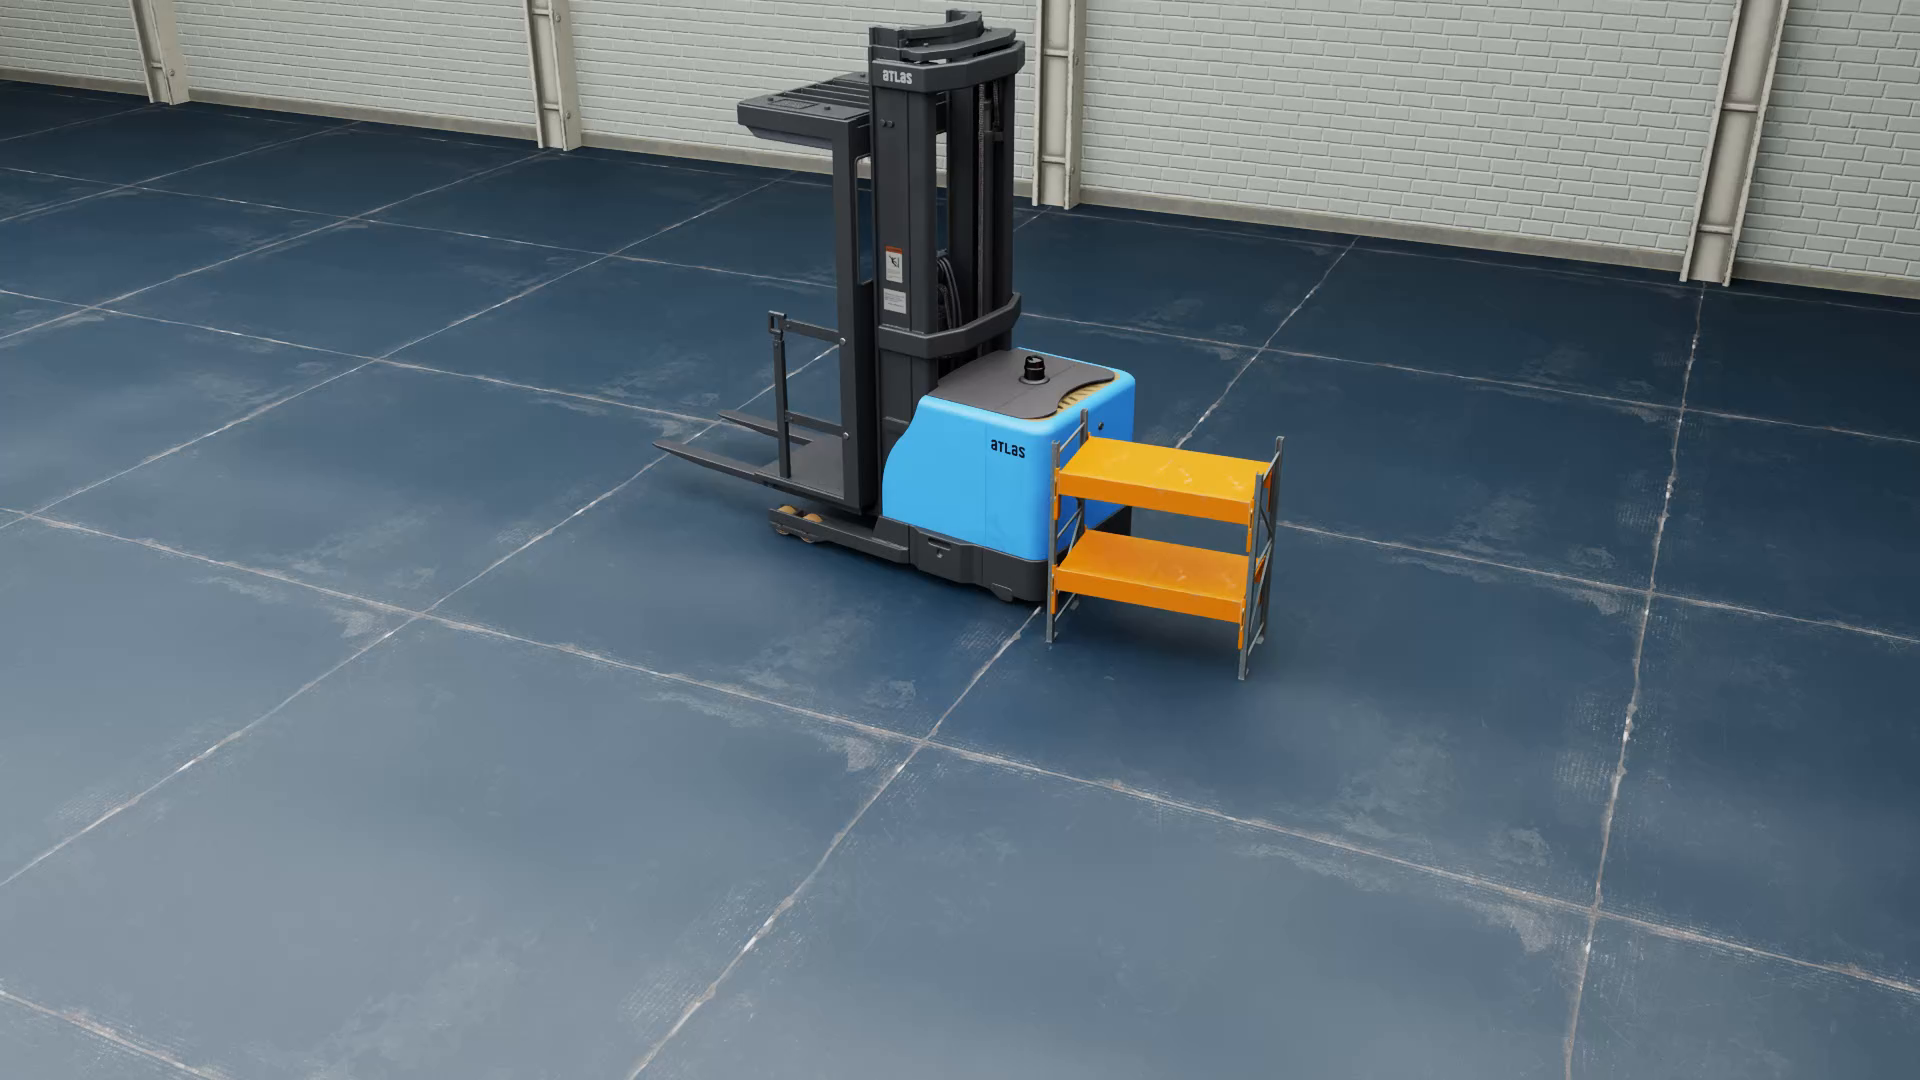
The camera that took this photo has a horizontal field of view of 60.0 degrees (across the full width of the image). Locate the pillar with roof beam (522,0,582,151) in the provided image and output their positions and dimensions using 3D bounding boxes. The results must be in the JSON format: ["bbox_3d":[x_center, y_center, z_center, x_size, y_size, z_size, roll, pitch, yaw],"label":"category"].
[{"bbox_3d":[-6.288,-6.751,13.275,0.400,9.000,9.100,11,28,22],"label":"pillar with roof beam"}]

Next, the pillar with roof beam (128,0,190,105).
[{"bbox_3d":[-11.749,-7.848,15.503,0.400,9.000,9.100,11,28,22],"label":"pillar with roof beam"}]

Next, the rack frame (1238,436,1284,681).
[{"bbox_3d":[1.500,0.095,8.284,0.032,1.125,0.500,10,28,19],"label":"rack frame"}]

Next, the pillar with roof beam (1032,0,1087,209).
[{"bbox_3d":[-0.826,-5.654,11.047,0.400,9.000,9.100,11,28,22],"label":"pillar with roof beam"}]

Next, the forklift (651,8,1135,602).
[{"bbox_3d":[-0.516,-1.472,9.422,3.031,2.935,1.130,17,31,31],"label":"forklift"}]

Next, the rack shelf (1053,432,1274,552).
[{"bbox_3d":[1.028,-0.251,8.325,1.000,0.278,0.538,10,28,19],"label":"rack shelf"}]

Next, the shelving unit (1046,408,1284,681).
[{"bbox_3d":[1.028,0.011,8.454,1.048,1.125,0.538,10,28,19],"label":"shelving unit"}]

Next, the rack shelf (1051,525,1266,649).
[{"bbox_3d":[1.028,0.231,8.562,1.000,0.278,0.538,10,28,19],"label":"rack shelf"}]

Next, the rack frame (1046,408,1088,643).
[{"bbox_3d":[0.556,-0.072,8.623,0.032,1.125,0.500,10,28,19],"label":"rack frame"}]

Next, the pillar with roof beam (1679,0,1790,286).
[{"bbox_3d":[4.636,-4.557,8.818,0.400,9.000,9.100,11,28,22],"label":"pillar with roof beam"}]
